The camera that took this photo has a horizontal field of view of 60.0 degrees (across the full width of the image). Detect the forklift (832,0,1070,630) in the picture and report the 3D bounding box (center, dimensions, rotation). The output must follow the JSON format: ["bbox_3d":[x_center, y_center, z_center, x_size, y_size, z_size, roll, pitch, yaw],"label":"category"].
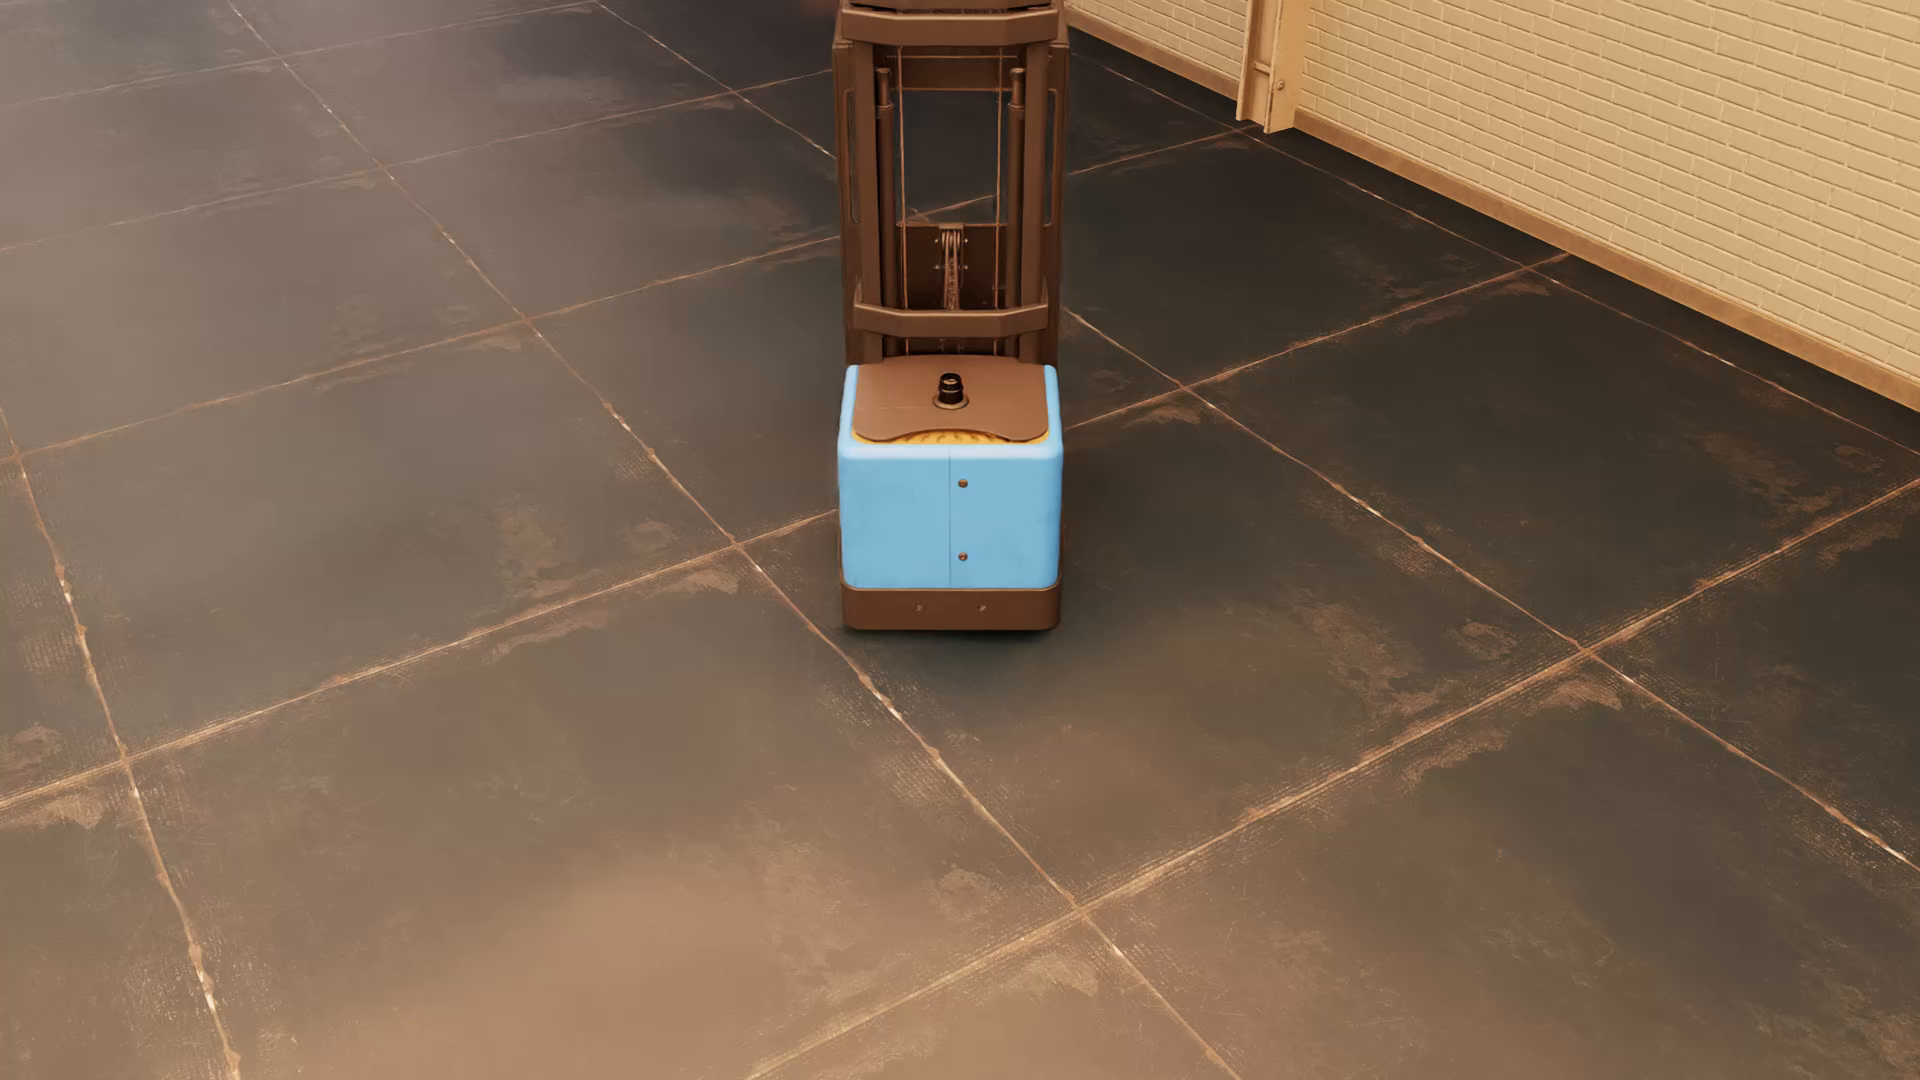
[{"bbox_3d":[-0.042,-1.579,8.395,1.130,2.935,3.031,0,35,0],"label":"forklift"}]
